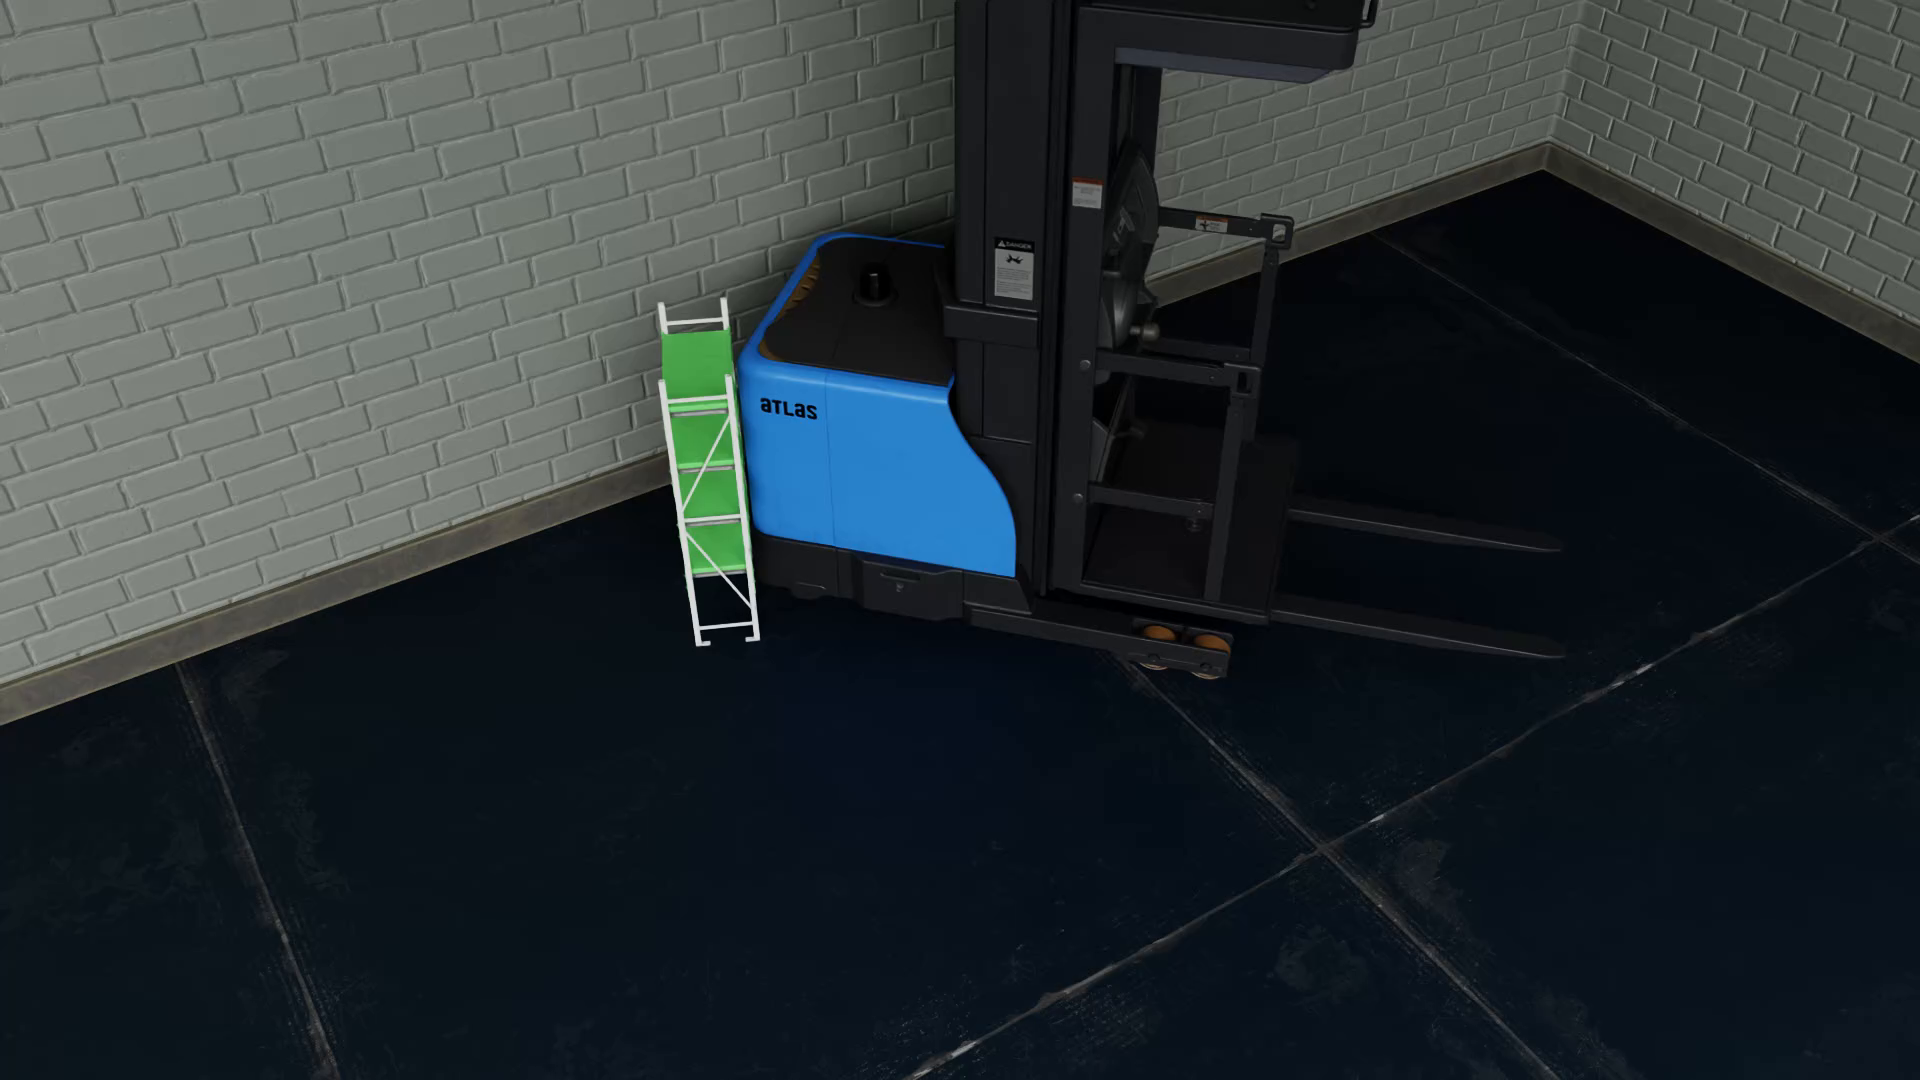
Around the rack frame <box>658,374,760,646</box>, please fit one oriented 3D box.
[{"bbox_3d":[-0.879,-0.076,5.904,0.240,1.200,0.015,-5,40,-6],"label":"rack frame"}]

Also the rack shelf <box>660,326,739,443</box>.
[{"bbox_3d":[-0.914,-0.551,5.823,0.258,0.148,0.480,-5,40,-6],"label":"rack shelf"}]

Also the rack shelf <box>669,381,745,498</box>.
[{"bbox_3d":[-0.913,-0.366,5.977,0.258,0.148,0.480,-5,40,-6],"label":"rack shelf"}]

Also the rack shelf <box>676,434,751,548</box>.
[{"bbox_3d":[-0.913,-0.182,6.130,0.258,0.148,0.480,-5,40,-6],"label":"rack shelf"}]

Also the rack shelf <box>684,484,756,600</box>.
[{"bbox_3d":[-0.912,0.002,6.284,0.258,0.148,0.480,-5,40,-6],"label":"rack shelf"}]

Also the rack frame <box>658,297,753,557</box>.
[{"bbox_3d":[-0.947,-0.386,6.275,0.240,1.200,0.015,-5,40,-6],"label":"rack frame"}]

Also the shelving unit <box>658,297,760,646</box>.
[{"bbox_3d":[-0.913,-0.231,6.090,0.258,1.200,0.503,-5,40,-6],"label":"shelving unit"}]

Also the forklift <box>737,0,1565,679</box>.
[{"bbox_3d":[0.769,-0.991,5.650,3.031,2.935,1.130,10,41,11],"label":"forklift"}]
